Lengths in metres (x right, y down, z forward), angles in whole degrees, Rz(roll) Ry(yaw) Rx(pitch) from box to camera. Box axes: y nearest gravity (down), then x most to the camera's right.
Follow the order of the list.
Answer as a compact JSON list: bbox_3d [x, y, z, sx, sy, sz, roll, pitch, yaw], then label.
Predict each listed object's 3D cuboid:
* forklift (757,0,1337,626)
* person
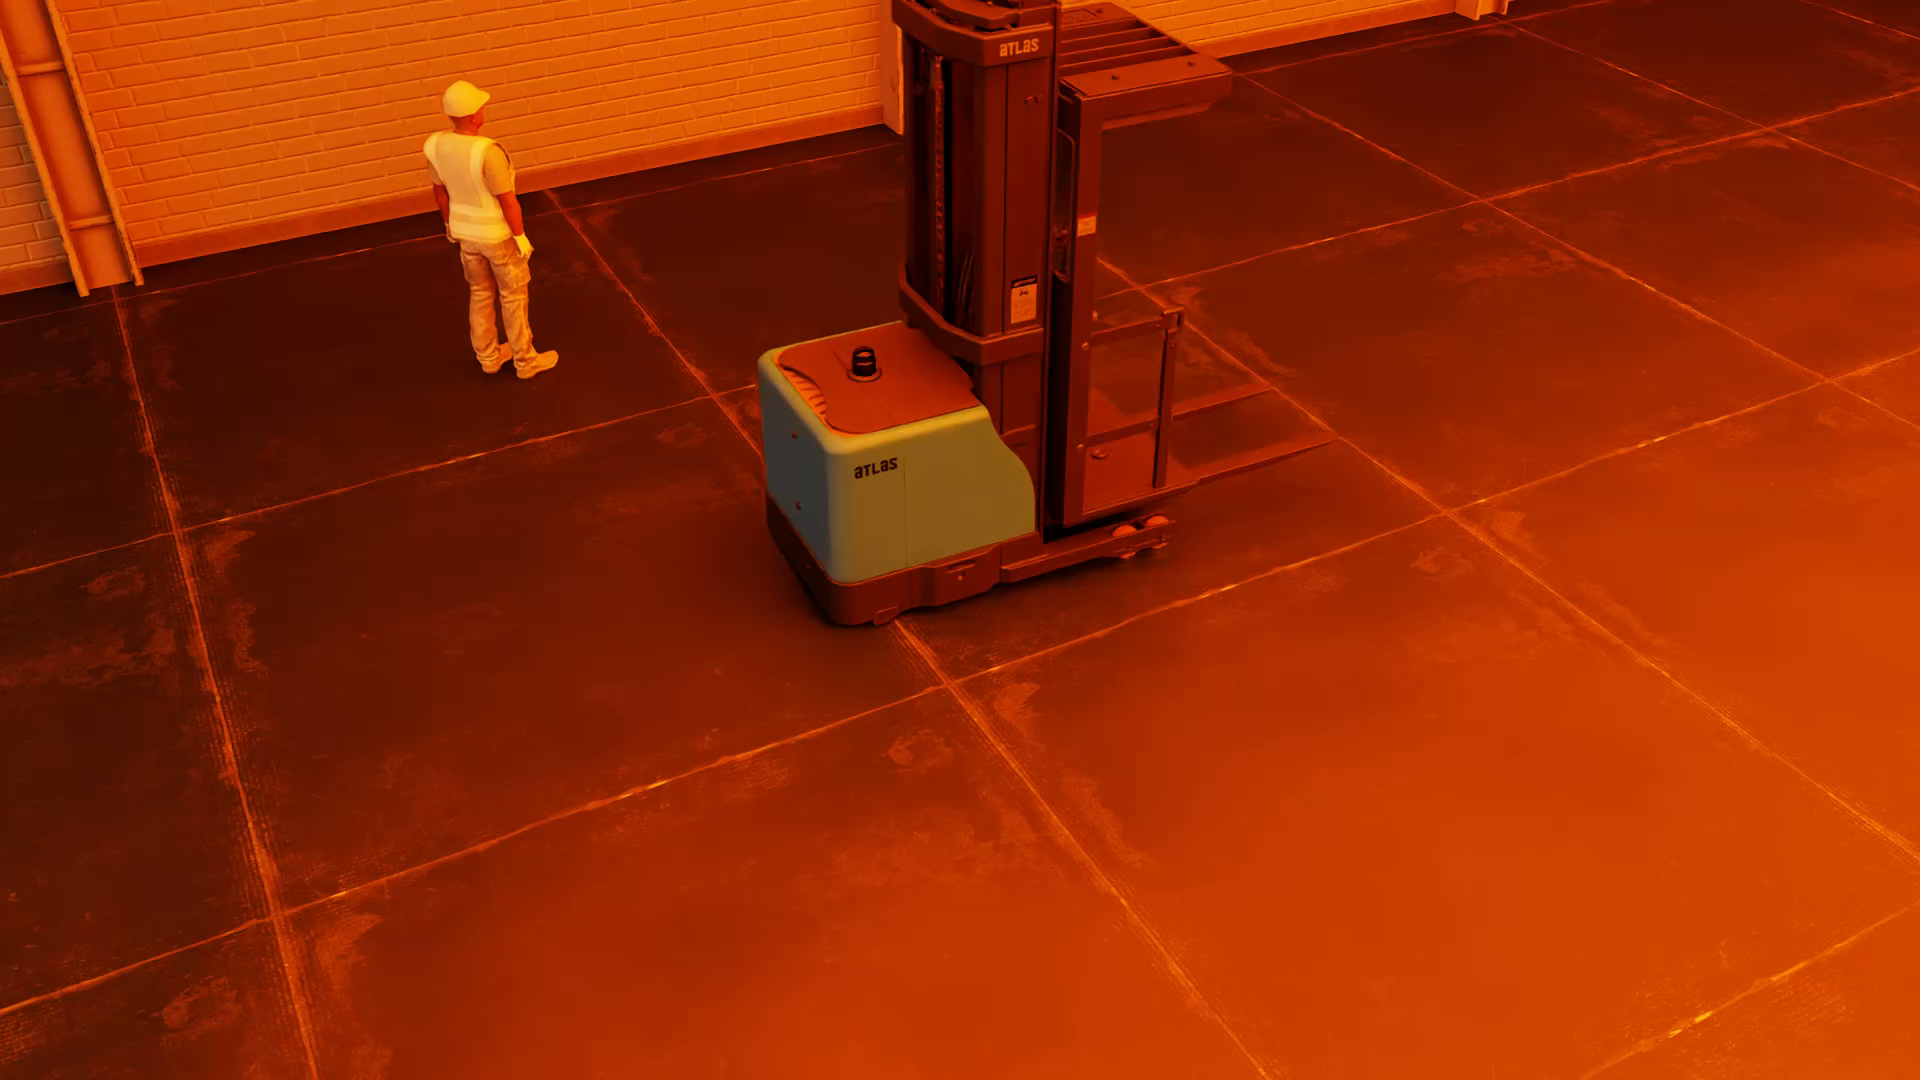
[{"bbox_3d":[0.550,-1.363,8.051,3.031,2.935,1.130,-16,38,-21],"label":"forklift"},{"bbox_3d":[-2.731,-1.792,9.650,0.569,1.789,0.372,15,38,20],"label":"person"}]
